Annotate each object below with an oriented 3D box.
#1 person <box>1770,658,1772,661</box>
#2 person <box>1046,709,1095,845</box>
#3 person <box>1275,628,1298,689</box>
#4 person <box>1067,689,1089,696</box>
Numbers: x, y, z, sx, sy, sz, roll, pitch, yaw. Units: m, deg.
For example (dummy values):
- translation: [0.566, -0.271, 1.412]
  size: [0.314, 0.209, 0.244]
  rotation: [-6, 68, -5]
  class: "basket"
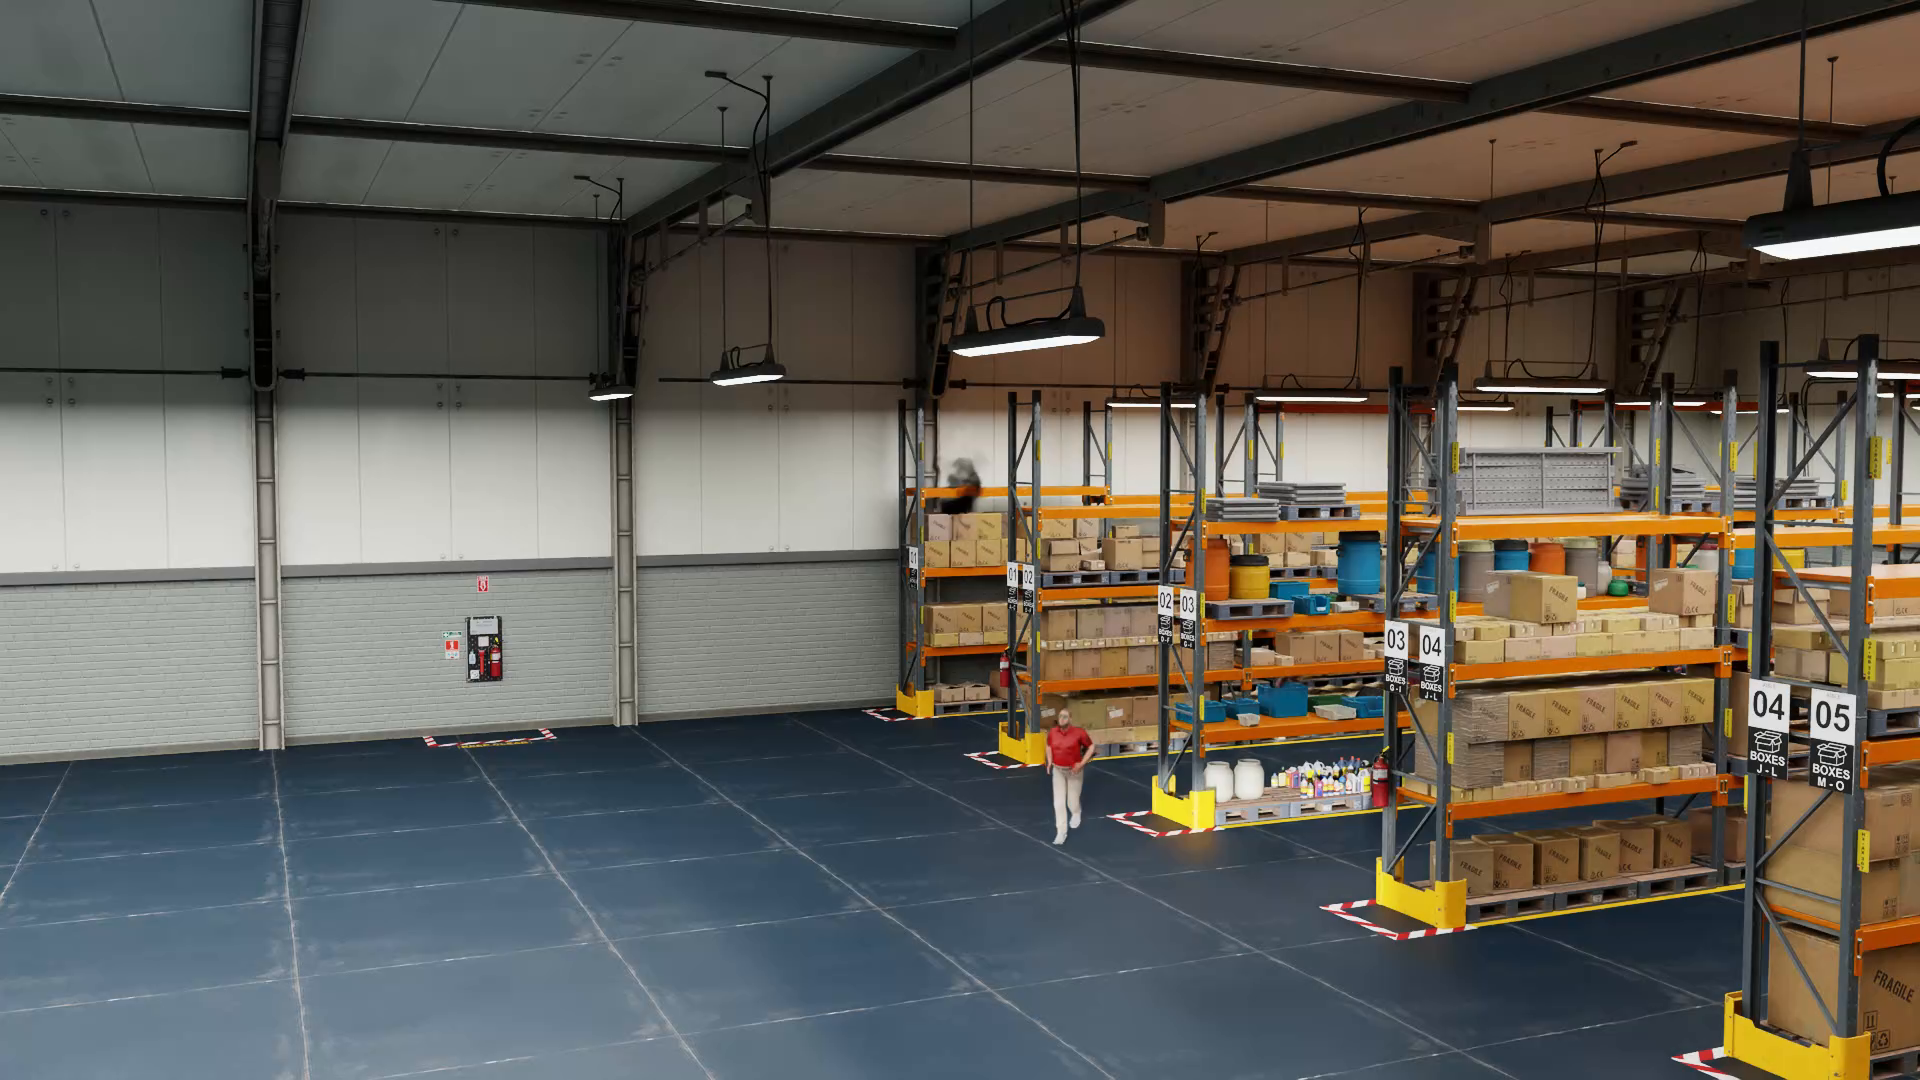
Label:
- translation: [15.086, 2.527, 31.187]
  size: [0.741, 1.639, 0.576]
  rotation: [-3, 4, -38]
  class: "person"
- translation: [1.431, 3.055, 21.668]
  size: [0.668, 1.744, 0.787]
  rotation: [1, 4, 20]
  class: "person"
- translation: [6.202, 2.470, 31.308]
  size: [0.969, 1.655, 0.574]
  rotation: [-2, 4, -31]
  class: "person"
- translation: [2.135, 2.585, 29.631]
  size: [0.609, 1.672, 0.657]
  rotation: [-2, 4, -27]
  class: "person"
